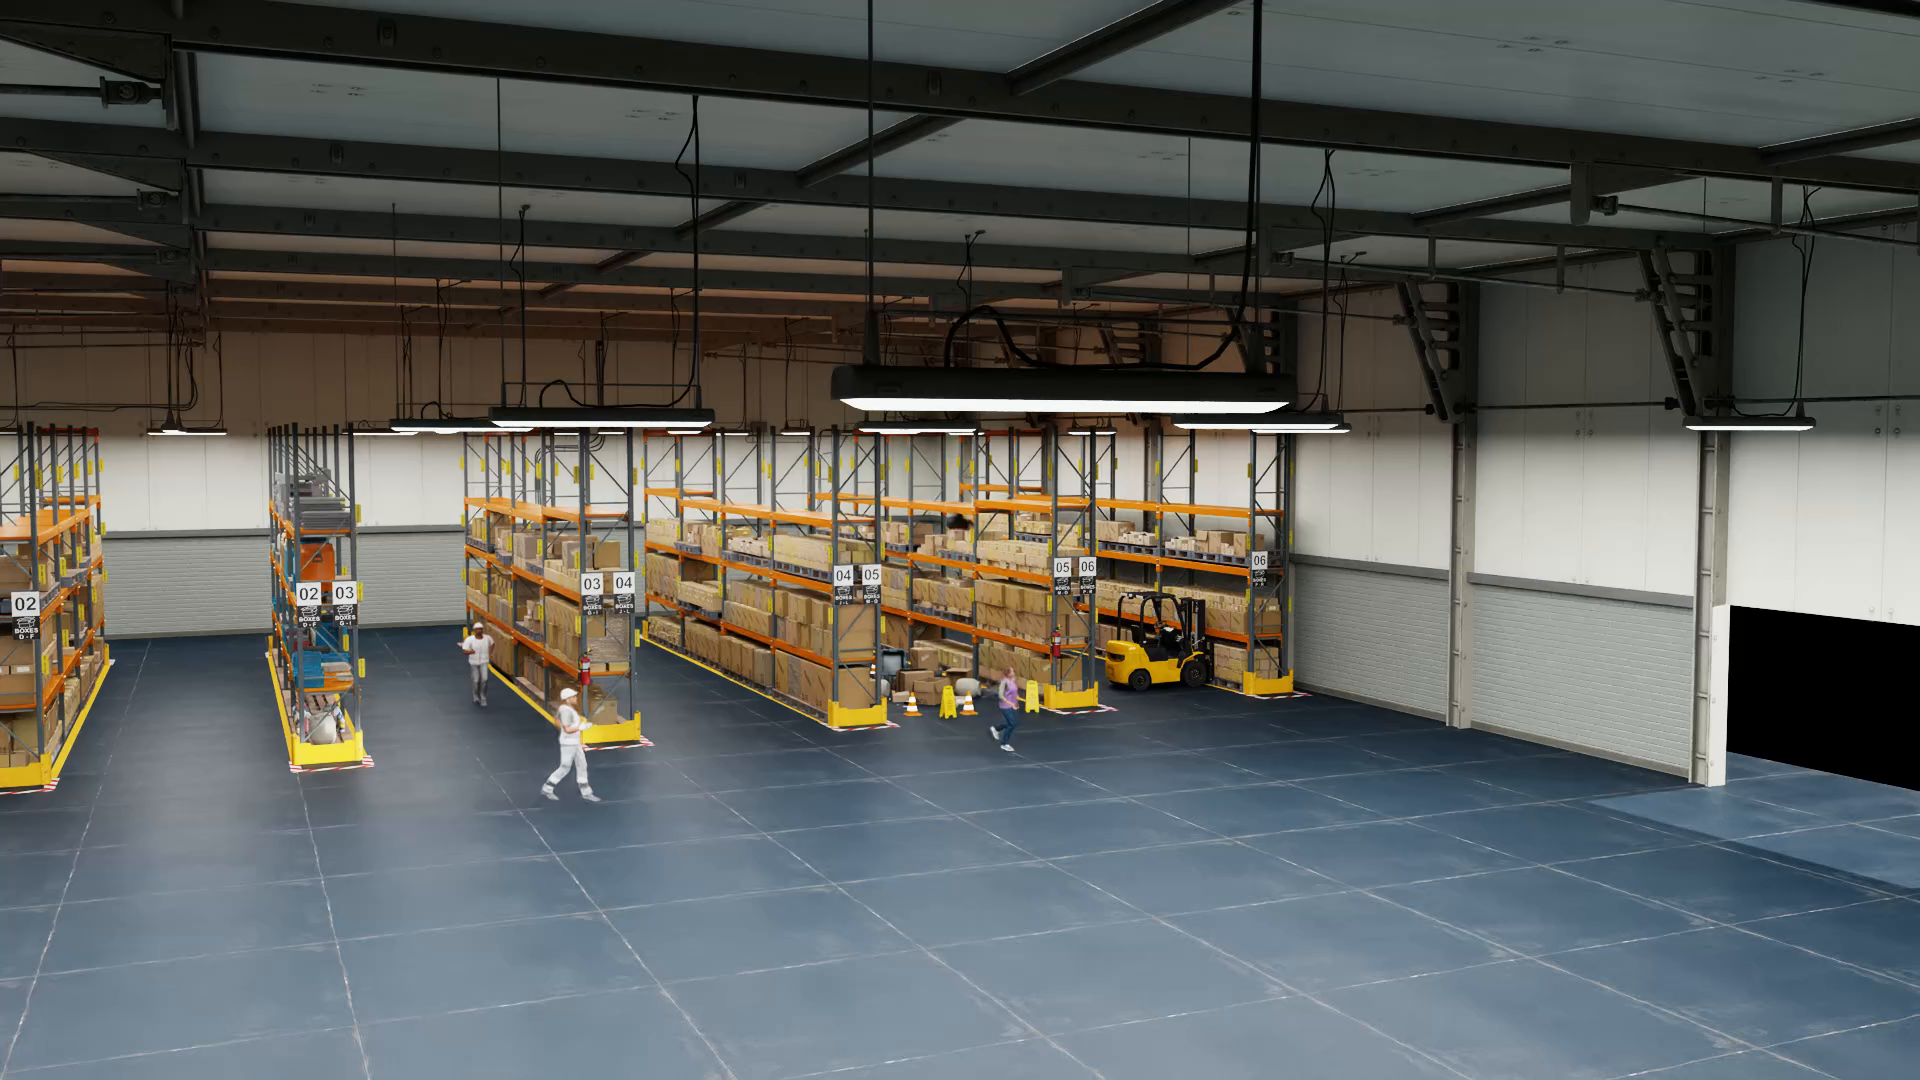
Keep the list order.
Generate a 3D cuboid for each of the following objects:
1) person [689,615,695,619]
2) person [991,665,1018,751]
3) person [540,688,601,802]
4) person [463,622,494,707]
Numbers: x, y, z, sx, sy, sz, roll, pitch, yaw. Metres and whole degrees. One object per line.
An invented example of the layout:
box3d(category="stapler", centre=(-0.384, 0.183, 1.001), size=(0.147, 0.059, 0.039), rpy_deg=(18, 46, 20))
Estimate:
box3d(category="person", centre=(-7.815, 1.893, 49.119), size=(0.934, 1.630, 0.629), rpy_deg=(2, 4, 34))
box3d(category="person", centre=(0.833, 3.091, 30.629), size=(0.610, 1.554, 0.554), rpy_deg=(2, 4, 31))
box3d(category="person", centre=(-6.096, 3.214, 25.969), size=(0.920, 1.809, 0.648), rpy_deg=(0, 3, -3))
box3d(category="person", centre=(-10.292, 2.670, 35.618), size=(0.687, 1.817, 0.717), rpy_deg=(-1, 4, -22))
